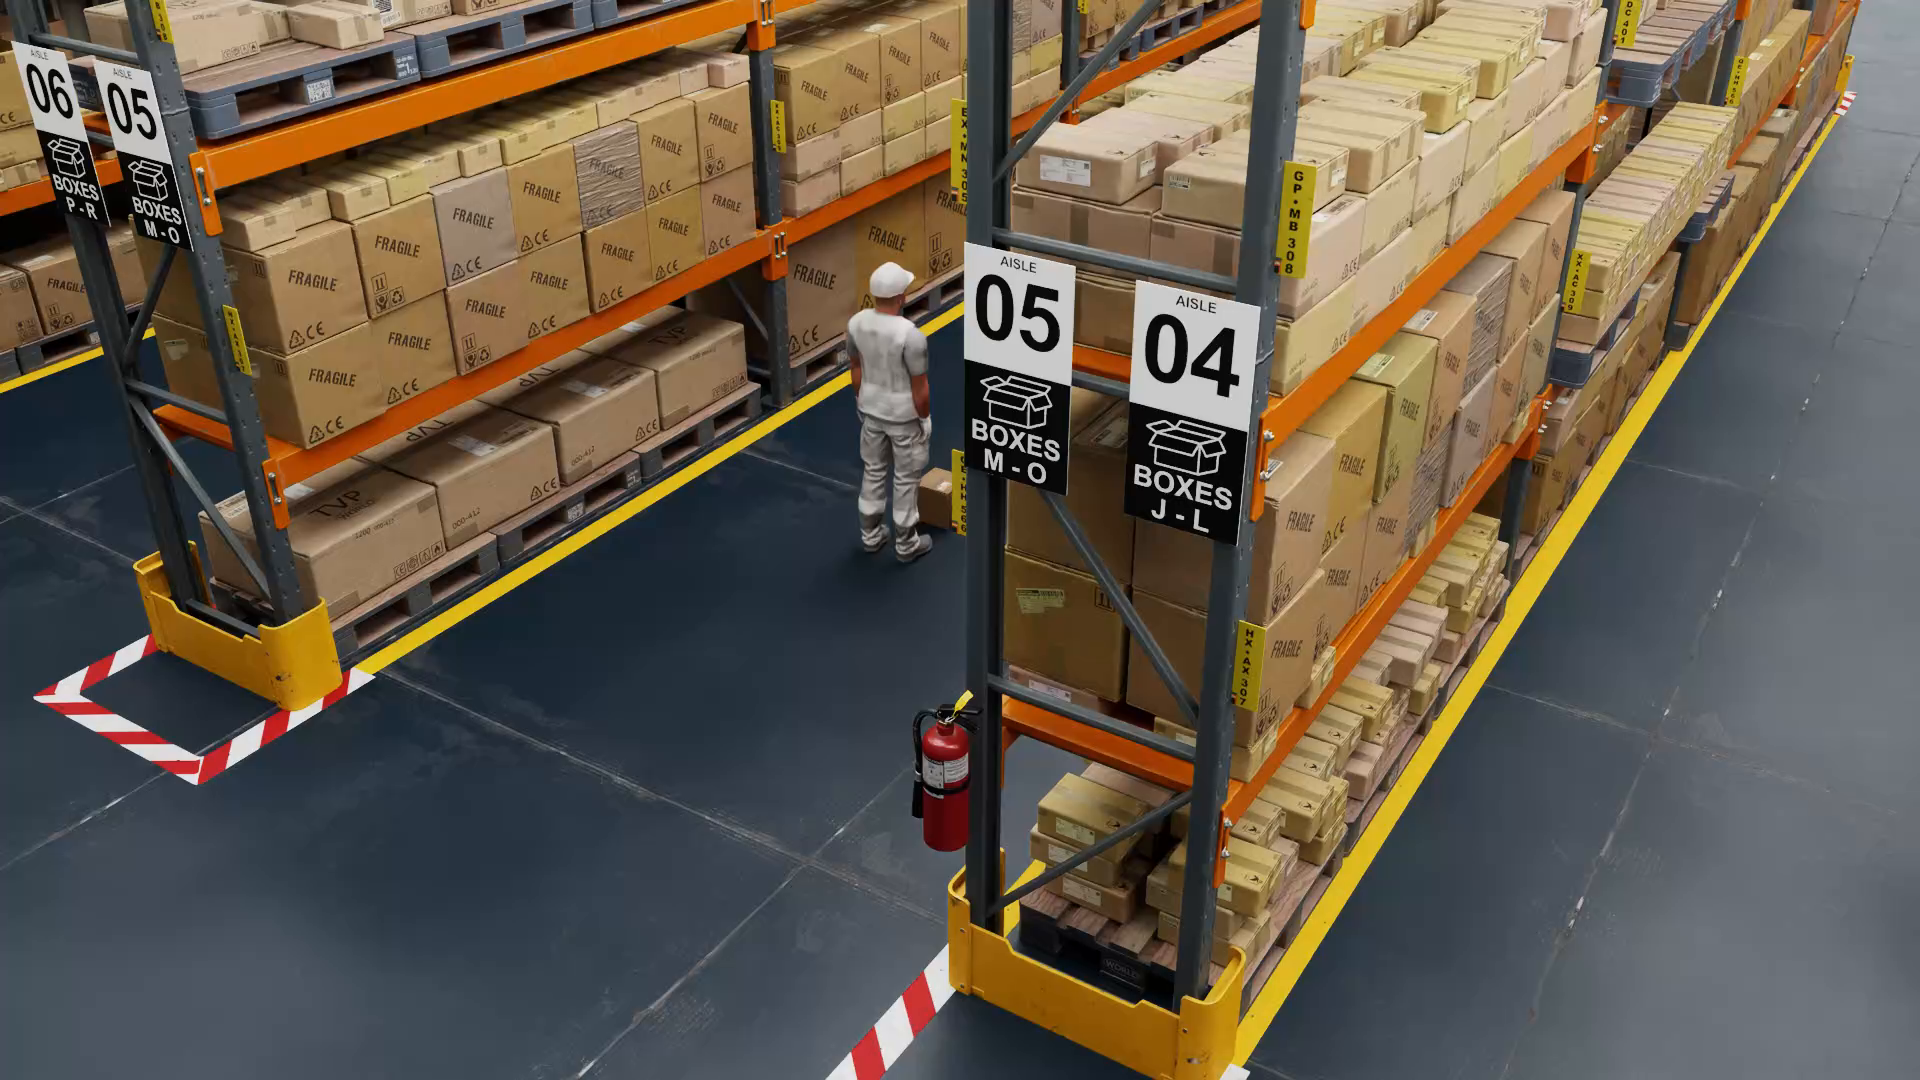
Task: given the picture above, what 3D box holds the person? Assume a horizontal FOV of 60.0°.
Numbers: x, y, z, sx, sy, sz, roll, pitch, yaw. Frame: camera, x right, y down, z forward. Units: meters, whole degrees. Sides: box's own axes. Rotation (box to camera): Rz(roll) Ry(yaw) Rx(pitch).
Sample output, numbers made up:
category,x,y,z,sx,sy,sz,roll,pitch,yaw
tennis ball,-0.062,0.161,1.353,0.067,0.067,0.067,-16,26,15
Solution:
category,x,y,z,sx,sy,sz,roll,pitch,yaw
person,-0.374,-0.719,9.400,0.529,1.797,0.354,18,35,28
